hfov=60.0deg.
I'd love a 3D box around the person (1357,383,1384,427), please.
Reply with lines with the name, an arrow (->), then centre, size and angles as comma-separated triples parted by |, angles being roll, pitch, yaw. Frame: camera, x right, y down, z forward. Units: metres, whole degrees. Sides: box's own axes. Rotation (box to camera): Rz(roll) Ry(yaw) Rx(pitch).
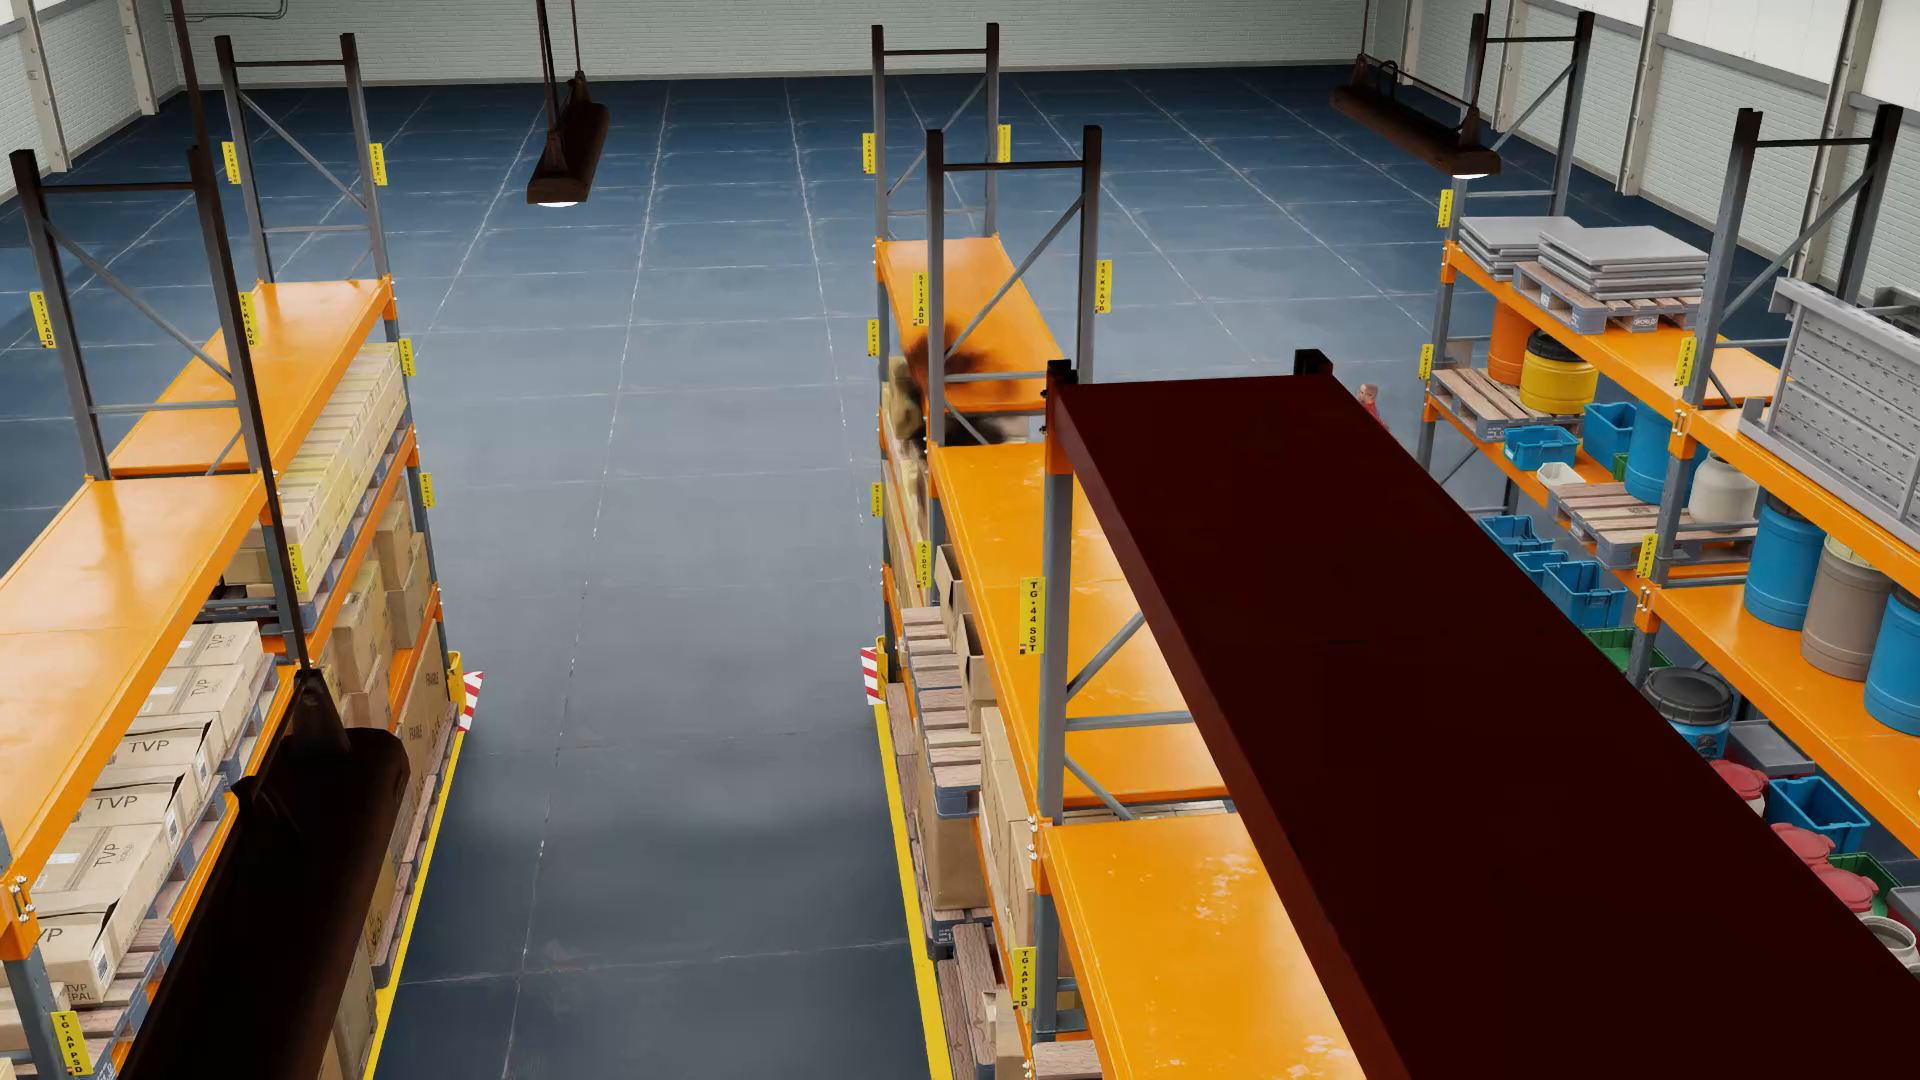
person -> 4.470, -0.942, 18.514 | 0.861, 1.707, 0.662 | 6, 26, 13
